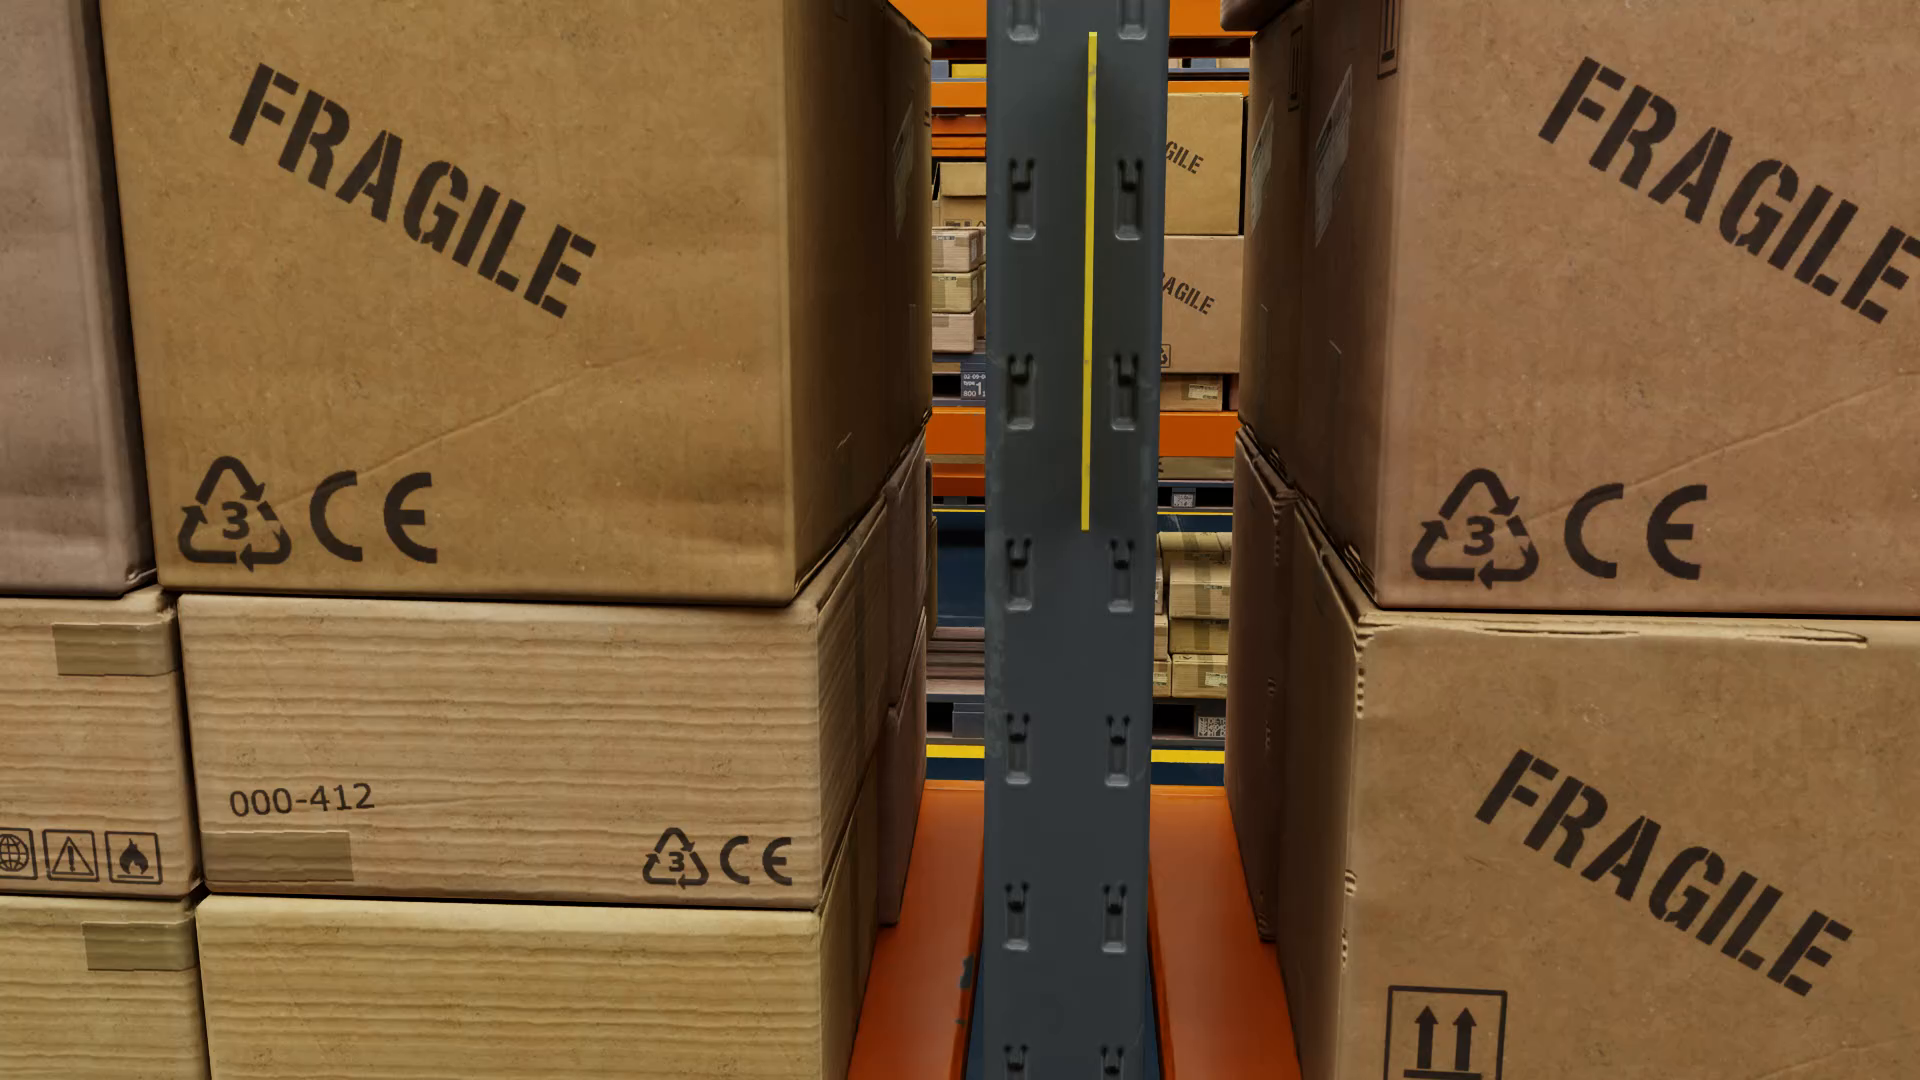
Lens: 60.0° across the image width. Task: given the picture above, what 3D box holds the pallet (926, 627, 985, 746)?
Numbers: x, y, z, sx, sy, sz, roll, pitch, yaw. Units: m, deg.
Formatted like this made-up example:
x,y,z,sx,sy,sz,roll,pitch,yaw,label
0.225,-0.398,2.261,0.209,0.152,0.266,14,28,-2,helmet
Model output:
x,y,z,sx,sy,sz,roll,pitch,yaw,label
-0.433,0.585,6.954,1.213,0.211,1.003,1,12,4,pallet

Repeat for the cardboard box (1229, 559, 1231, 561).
x,y,z,sx,sy,sz,roll,pitch,yaw,label
1.201,0.186,6.538,0.250,0.149,0.380,1,12,3,cardboard box

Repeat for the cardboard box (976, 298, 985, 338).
x,y,z,sx,sy,sz,roll,pitch,yaw,label
-0.018,-0.951,7.077,0.250,0.149,0.380,0,12,1,cardboard box

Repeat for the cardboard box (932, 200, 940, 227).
x,y,z,sx,sy,sz,roll,pitch,yaw,label
-0.325,-4.071,21.133,0.500,0.500,0.700,-2,12,-11,cardboard box

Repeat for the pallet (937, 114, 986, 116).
x,y,z,sx,sy,sz,roll,pitch,yaw,label
0.319,-4.160,15.962,1.003,0.211,1.213,1,12,4,pallet

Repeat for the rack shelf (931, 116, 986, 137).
x,y,z,sx,sy,sz,roll,pitch,yaw,label
-0.888,-3.936,16.191,4.000,0.370,1.077,1,12,4,rack shelf

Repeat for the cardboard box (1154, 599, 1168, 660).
x,y,z,sx,sy,sz,roll,pitch,yaw,label
0.685,0.345,6.502,0.250,0.149,0.380,1,12,6,cardboard box

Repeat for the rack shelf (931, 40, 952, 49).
x,y,z,sx,sy,sz,roll,pitch,yaw,label
-1.651,-2.008,6.497,3.809,0.124,0.919,1,12,4,rack shelf

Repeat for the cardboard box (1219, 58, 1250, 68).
x,y,z,sx,sy,sz,roll,pitch,yaw,label
3.428,-5.795,20.635,0.500,0.500,0.700,1,12,4,cardboard box

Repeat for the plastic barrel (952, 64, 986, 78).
x,y,z,sx,sy,sz,roll,pitch,yaw,label
0.183,-4.530,15.786,0.600,0.588,0.600,0,12,0,plastic barrel

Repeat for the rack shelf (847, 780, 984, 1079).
x,y,z,sx,sy,sz,roll,pitch,yaw,label
-1.881,0.568,1.983,4.000,0.370,1.077,1,12,4,rack shelf

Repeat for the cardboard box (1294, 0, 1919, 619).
x,y,z,sx,sy,sz,roll,pitch,yaw,label
0.573,-0.239,1.398,0.500,0.500,0.500,1,12,4,cardboard box

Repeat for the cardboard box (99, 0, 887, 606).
x,y,z,sx,sy,sz,roll,pitch,yaw,label
-0.348,-0.250,1.450,0.500,0.500,0.500,1,12,6,cardboard box

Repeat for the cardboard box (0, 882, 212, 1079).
x,y,z,sx,sy,sz,roll,pitch,yaw,label
-0.858,0.355,1.611,0.500,0.250,0.500,1,12,3,cardboard box

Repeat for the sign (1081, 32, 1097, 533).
x,y,z,sx,sy,sz,roll,pitch,yaw,label
0.088,-0.174,1.137,0.005,0.325,0.100,1,12,4,sign

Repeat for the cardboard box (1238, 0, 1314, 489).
x,y,z,sx,sy,sz,roll,pitch,yaw,label
0.604,-0.345,1.905,0.500,0.500,0.500,1,12,3,cardboard box

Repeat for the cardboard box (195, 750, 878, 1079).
x,y,z,sx,sy,sz,roll,pitch,yaw,label
-0.350,0.362,1.577,0.500,0.250,0.500,1,12,2,cardboard box

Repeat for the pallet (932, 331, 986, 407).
x,y,z,sx,sy,sz,roll,pitch,yaw,label
-0.409,-0.716,6.831,1.213,0.211,1.003,1,12,4,pallet

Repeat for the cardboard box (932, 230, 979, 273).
x,y,z,sx,sy,sz,roll,pitch,yaw,label
-0.069,-1.109,6.377,0.250,0.149,0.380,1,12,6,cardboard box

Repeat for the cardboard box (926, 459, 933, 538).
x,y,z,sx,sy,sz,roll,pitch,yaw,label
-0.375,-0.182,7.062,0.500,0.250,0.500,0,12,1,cardboard box

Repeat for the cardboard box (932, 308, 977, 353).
x,y,z,sx,sy,sz,roll,pitch,yaw,label
-0.065,-0.817,6.435,0.250,0.149,0.380,1,12,2,cardboard box

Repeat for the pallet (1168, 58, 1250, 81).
x,y,z,sx,sy,sz,roll,pitch,yaw,label
1.592,-3.193,11.095,1.213,0.211,1.003,1,12,4,pallet

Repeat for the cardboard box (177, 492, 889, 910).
x,y,z,sx,sy,sz,roll,pitch,yaw,label
-0.342,0.116,1.534,0.500,0.250,0.500,1,12,4,cardboard box

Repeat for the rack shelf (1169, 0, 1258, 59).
x,y,z,sx,sy,sz,roll,pitch,yaw,label
2.340,-1.858,6.255,4.000,0.370,1.077,1,12,4,rack shelf

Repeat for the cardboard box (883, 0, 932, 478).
x,y,z,sx,sy,sz,roll,pitch,yaw,label
-0.305,-0.360,1.975,0.500,0.500,0.500,1,12,4,cardboard box

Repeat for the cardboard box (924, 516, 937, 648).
x,y,z,sx,sy,sz,roll,pitch,yaw,label
-0.375,0.184,7.140,0.500,0.500,0.500,1,12,6,cardboard box

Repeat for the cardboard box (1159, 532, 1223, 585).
x,y,z,sx,sy,sz,roll,pitch,yaw,label
0.974,0.077,7.060,0.250,0.149,0.380,1,12,4,cardboard box

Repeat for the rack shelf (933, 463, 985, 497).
x,y,z,sx,sy,sz,roll,pitch,yaw,label
0.007,-0.311,10.203,1.000,0.278,0.538,1,12,4,rack shelf

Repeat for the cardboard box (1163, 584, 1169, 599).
x,y,z,sx,sy,sz,roll,pitch,yaw,label
0.951,0.216,7.122,0.250,0.149,0.380,0,12,1,cardboard box

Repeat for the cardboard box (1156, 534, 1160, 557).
x,y,z,sx,sy,sz,roll,pitch,yaw,label
0.717,0.081,7.038,0.250,0.149,0.380,1,12,5,cardboard box

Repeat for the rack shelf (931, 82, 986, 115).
x,y,z,sx,sy,sz,roll,pitch,yaw,label
-1.219,-2.925,11.354,4.000,0.370,1.077,1,12,4,rack shelf

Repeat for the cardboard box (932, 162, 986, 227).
x,y,z,sx,sy,sz,roll,pitch,yaw,label
0.139,-2.328,11.378,0.637,0.503,0.797,0,12,2,cardboard box

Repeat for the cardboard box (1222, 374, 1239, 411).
x,y,z,sx,sy,sz,roll,pitch,yaw,label
1.137,-0.594,6.397,0.250,0.149,0.380,0,12,1,cardboard box

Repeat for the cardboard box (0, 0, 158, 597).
x,y,z,sx,sy,sz,roll,pitch,yaw,label
-0.865,-0.255,1.477,0.500,0.500,0.500,1,12,5,cardboard box

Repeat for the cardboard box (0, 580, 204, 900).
x,y,z,sx,sy,sz,roll,pitch,yaw,label
-0.841,0.110,1.560,0.500,0.250,0.500,1,12,5,cardboard box

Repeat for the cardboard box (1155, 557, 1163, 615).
x,y,z,sx,sy,sz,roll,pitch,yaw,label
0.674,0.176,6.583,0.250,0.149,0.380,1,12,6,cardboard box

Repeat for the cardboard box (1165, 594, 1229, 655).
x,y,z,sx,sy,sz,roll,pitch,yaw,label
0.943,0.330,6.573,0.250,0.149,0.380,1,12,4,cardboard box

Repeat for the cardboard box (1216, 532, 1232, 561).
x,y,z,sx,sy,sz,roll,pitch,yaw,label
1.223,0.078,7.051,0.250,0.149,0.380,1,12,3,cardboard box

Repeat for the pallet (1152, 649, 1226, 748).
x,y,z,sx,sy,sz,roll,pitch,yaw,label
1.017,0.598,6.896,1.213,0.211,1.003,1,12,4,pallet

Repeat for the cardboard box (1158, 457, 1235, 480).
x,y,z,sx,sy,sz,roll,pitch,yaw,label
1.430,-0.921,11.510,0.875,0.875,0.875,1,12,4,cardboard box

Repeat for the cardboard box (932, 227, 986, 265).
x,y,z,sx,sy,sz,roll,pitch,yaw,label
-0.018,-1.242,7.016,0.250,0.149,0.380,1,12,7,cardboard box

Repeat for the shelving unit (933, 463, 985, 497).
x,y,z,sx,sy,sz,roll,pitch,yaw,label
0.007,-0.550,10.152,1.048,1.125,0.538,1,12,4,shelving unit

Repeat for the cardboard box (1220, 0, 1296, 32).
x,y,z,sx,sy,sz,roll,pitch,yaw,label
0.443,-0.673,1.890,0.250,0.149,0.380,1,12,3,cardboard box

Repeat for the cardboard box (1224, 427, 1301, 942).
x,y,z,sx,sy,sz,roll,pitch,yaw,label
0.594,0.149,1.988,0.500,0.500,0.500,1,12,4,cardboard box

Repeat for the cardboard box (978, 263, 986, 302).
x,y,z,sx,sy,sz,roll,pitch,yaw,label
-0.018,-1.097,7.047,0.250,0.149,0.380,1,12,5,cardboard box

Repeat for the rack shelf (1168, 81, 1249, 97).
x,y,z,sx,sy,sz,roll,pitch,yaw,label
2.772,-2.870,11.093,4.000,0.370,1.077,1,12,4,rack shelf

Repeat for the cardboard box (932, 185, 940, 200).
x,y,z,sx,sy,sz,roll,pitch,yaw,label
-0.241,-5.365,25.740,0.500,0.250,0.500,1,12,3,cardboard box

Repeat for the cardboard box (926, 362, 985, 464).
x,y,z,sx,sy,sz,roll,pitch,yaw,label
0.137,-0.951,11.654,0.875,0.875,1.225,1,12,4,cardboard box

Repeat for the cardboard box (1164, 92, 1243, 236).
x,y,z,sx,sy,sz,roll,pitch,yaw,label
0.778,-1.397,6.209,0.500,0.500,0.500,1,12,5,cardboard box

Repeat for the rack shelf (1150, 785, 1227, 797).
x,y,z,sx,sy,sz,roll,pitch,yaw,label
2.110,0.623,1.721,4.000,0.370,1.077,1,12,4,rack shelf

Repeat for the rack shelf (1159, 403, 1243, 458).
x,y,z,sx,sy,sz,roll,pitch,yaw,label
2.506,-1.610,8.795,4.006,1.845,5.958,1,12,4,rack shelf

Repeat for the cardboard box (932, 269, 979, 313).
x,y,z,sx,sy,sz,roll,pitch,yaw,label
-0.066,-0.963,6.405,0.250,0.149,0.380,1,12,5,cardboard box
